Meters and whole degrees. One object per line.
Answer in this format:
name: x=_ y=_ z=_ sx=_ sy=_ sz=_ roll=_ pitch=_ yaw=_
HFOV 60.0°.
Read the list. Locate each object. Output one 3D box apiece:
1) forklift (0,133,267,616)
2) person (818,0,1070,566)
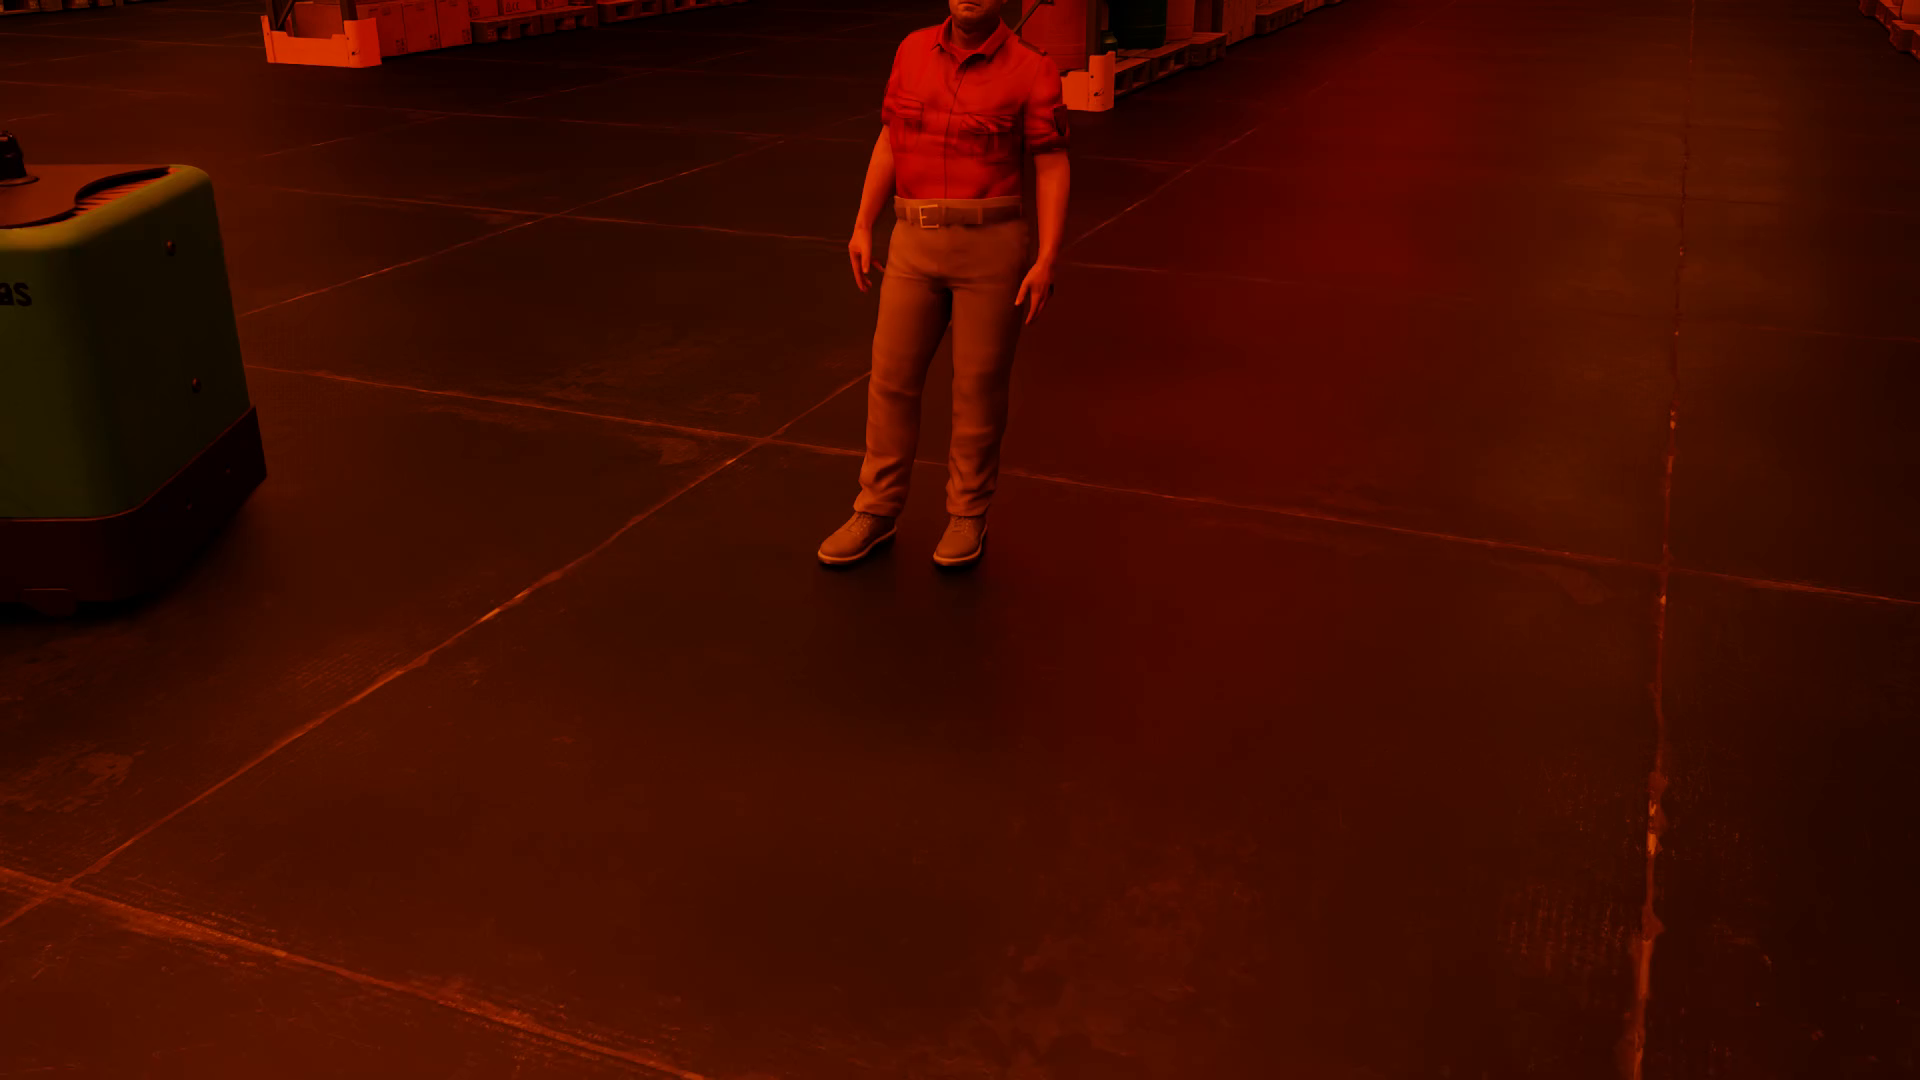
forklift: x=-3.747 y=-1.303 z=4.409 sx=3.031 sy=2.935 sz=1.130 roll=-1 pitch=23 yaw=-2
person: x=-0.045 y=-0.774 z=4.685 sx=0.640 sy=1.727 sz=0.551 roll=9 pitch=24 yaw=21
